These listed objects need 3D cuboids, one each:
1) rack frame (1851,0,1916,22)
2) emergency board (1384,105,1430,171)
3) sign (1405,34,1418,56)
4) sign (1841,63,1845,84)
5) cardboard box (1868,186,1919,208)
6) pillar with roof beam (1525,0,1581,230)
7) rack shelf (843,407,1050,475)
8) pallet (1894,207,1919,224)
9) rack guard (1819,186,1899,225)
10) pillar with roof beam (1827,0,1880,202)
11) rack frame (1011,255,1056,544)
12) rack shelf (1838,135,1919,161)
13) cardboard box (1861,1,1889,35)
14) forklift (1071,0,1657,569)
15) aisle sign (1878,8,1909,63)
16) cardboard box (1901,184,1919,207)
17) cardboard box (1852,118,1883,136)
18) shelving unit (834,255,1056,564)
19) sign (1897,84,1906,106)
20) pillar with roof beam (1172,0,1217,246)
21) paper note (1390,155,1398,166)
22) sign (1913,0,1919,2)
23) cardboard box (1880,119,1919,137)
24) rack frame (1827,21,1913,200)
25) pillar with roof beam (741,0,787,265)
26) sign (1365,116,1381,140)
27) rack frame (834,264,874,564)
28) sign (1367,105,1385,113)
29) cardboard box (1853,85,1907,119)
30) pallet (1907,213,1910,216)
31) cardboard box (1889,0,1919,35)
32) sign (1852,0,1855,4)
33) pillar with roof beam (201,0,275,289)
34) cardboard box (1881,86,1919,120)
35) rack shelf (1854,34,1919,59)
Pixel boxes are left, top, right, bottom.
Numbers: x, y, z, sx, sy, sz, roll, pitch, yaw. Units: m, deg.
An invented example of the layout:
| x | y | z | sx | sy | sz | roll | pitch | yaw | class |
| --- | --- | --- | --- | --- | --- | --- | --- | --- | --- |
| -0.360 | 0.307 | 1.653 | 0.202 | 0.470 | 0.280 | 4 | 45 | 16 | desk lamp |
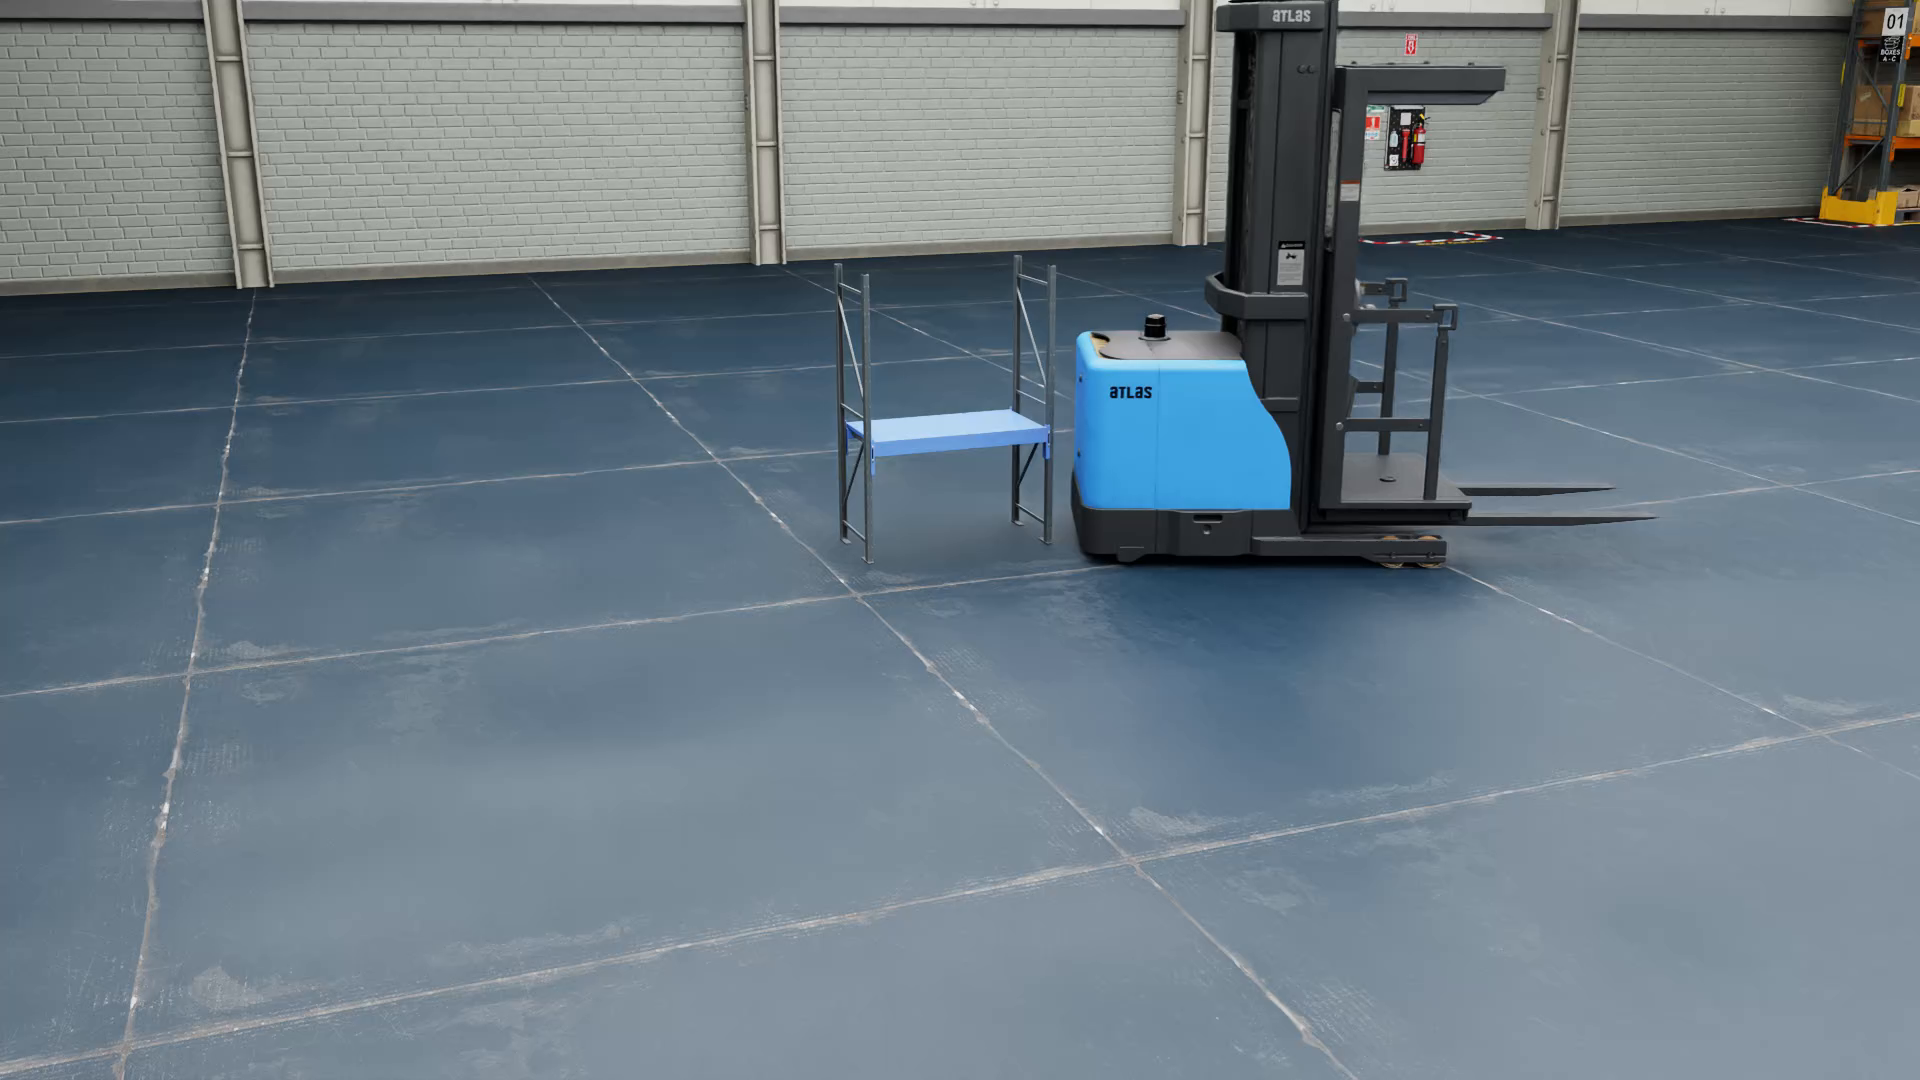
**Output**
| x | y | z | sx | sy | sz | roll | pitch | yaw | class |
| --- | --- | --- | --- | --- | --- | --- | --- | --- | --- |
| 14.042 | -9.333 | 24.909 | 0.127 | 3.000 | 1.000 | -6 | 17 | -20 | rack frame |
| 6.462 | -5.909 | 23.895 | 0.643 | 1.169 | 0.194 | -6 | 17 | -20 | emergency board |
| 6.419 | -7.046 | 23.655 | 0.199 | 0.298 | 0.001 | -6 | 17 | -20 | sign |
| 13.862 | -7.310 | 26.051 | 0.005 | 0.325 | 0.100 | -6 | 17 | -20 | sign |
| 14.720 | -5.422 | 26.228 | 0.500 | 0.311 | 0.500 | -8 | 18 | -26 | cardboard box |
| 10.323 | -7.894 | 20.007 | 0.400 | 9.000 | 9.100 | -6 | 17 | -20 | pillar with roof beam |
| -0.080 | -0.538 | 8.908 | 1.000 | 0.185 | 0.538 | -6 | 17 | -20 | rack shelf |
| 14.884 | -5.197 | 26.421 | 1.213 | 0.211 | 1.003 | -6 | 17 | -20 | pallet |
| 14.113 | -5.263 | 26.133 | 0.348 | 0.500 | 1.175 | -6 | 17 | -20 | rack guard |
| 15.926 | -8.498 | 22.067 | 0.400 | 9.000 | 9.100 | -6 | 17 | -20 | pillar with roof beam |
| 0.395 | -0.762 | 9.032 | 0.032 | 1.500 | 0.500 | -6 | 17 | -20 | rack frame |
| 15.909 | -6.311 | 26.542 | 4.000 | 0.370 | 1.077 | -6 | 17 | -20 | rack shelf |
| 14.341 | -8.060 | 25.685 | 0.500 | 0.500 | 0.500 | -5 | 17 | -16 | cardboard box |
| 2.147 | -1.409 | 8.695 | 3.031 | 2.935 | 1.130 | 0 | 16 | 0 | forklift |
| 14.082 | -7.616 | 25.095 | 0.004 | 0.787 | 0.394 | -6 | 17 | -20 | aisle sign |
| 15.252 | -5.479 | 26.424 | 0.500 | 0.311 | 0.500 | -5 | 17 | -15 | cardboard box |
| 14.409 | -6.490 | 26.107 | 0.500 | 0.250 | 0.500 | -6 | 17 | -19 | cardboard box |
| -0.080 | -0.711 | 8.858 | 1.048 | 1.500 | 0.538 | -6 | 17 | -20 | shelving unit |
| 14.236 | -6.727 | 25.146 | 0.005 | 0.325 | 0.100 | -6 | 17 | -20 | sign |
| 4.721 | -7.289 | 17.947 | 0.400 | 9.000 | 9.100 | -6 | 17 | -20 | pillar with roof beam |
| 6.272 | -5.486 | 24.021 | 0.142 | 0.148 | 0.016 | -6 | 17 | -20 | paper note |
| 14.236 | -8.170 | 24.722 | 0.005 | 0.325 | 0.100 | -6 | 17 | -20 | sign |
| 14.611 | -6.358 | 25.656 | 0.500 | 0.250 | 0.500 | -7 | 18 | -22 | cardboard box |
| 14.042 | -6.455 | 25.754 | 0.127 | 3.000 | 1.000 | -6 | 17 | -20 | rack frame |
| -0.882 | -6.684 | 15.887 | 0.400 | 9.000 | 9.100 | -6 | 17 | -20 | pillar with roof beam |
| 5.909 | -5.897 | 23.793 | 0.234 | 0.329 | 0.001 | -6 | 17 | -20 | sign |
| -0.554 | -0.660 | 8.683 | 0.032 | 1.500 | 0.500 | -6 | 17 | -20 | rack frame |
| 5.916 | -6.150 | 23.712 | 0.331 | 0.109 | 0.001 | -6 | 17 | -20 | sign |
| 14.406 | -6.855 | 26.019 | 0.500 | 0.500 | 0.500 | -6 | 18 | -21 | cardboard box |
| 16.021 | -5.319 | 26.836 | 1.213 | 0.211 | 1.003 | -6 | 17 | -20 | pallet |
| 14.443 | -7.919 | 25.206 | 0.500 | 0.500 | 0.500 | -6 | 17 | -19 | cardboard box |
| 13.862 | -8.467 | 25.711 | 0.005 | 0.325 | 0.100 | -6 | 17 | -20 | sign |
| -6.485 | -6.079 | 13.827 | 0.400 | 9.000 | 9.100 | -6 | 17 | -20 | pillar with roof beam |
| 14.595 | -6.721 | 25.562 | 0.500 | 0.500 | 0.500 | -6 | 17 | -20 | cardboard box |
| 15.909 | -7.750 | 26.120 | 4.000 | 0.370 | 1.077 | -6 | 17 | -20 | rack shelf |
